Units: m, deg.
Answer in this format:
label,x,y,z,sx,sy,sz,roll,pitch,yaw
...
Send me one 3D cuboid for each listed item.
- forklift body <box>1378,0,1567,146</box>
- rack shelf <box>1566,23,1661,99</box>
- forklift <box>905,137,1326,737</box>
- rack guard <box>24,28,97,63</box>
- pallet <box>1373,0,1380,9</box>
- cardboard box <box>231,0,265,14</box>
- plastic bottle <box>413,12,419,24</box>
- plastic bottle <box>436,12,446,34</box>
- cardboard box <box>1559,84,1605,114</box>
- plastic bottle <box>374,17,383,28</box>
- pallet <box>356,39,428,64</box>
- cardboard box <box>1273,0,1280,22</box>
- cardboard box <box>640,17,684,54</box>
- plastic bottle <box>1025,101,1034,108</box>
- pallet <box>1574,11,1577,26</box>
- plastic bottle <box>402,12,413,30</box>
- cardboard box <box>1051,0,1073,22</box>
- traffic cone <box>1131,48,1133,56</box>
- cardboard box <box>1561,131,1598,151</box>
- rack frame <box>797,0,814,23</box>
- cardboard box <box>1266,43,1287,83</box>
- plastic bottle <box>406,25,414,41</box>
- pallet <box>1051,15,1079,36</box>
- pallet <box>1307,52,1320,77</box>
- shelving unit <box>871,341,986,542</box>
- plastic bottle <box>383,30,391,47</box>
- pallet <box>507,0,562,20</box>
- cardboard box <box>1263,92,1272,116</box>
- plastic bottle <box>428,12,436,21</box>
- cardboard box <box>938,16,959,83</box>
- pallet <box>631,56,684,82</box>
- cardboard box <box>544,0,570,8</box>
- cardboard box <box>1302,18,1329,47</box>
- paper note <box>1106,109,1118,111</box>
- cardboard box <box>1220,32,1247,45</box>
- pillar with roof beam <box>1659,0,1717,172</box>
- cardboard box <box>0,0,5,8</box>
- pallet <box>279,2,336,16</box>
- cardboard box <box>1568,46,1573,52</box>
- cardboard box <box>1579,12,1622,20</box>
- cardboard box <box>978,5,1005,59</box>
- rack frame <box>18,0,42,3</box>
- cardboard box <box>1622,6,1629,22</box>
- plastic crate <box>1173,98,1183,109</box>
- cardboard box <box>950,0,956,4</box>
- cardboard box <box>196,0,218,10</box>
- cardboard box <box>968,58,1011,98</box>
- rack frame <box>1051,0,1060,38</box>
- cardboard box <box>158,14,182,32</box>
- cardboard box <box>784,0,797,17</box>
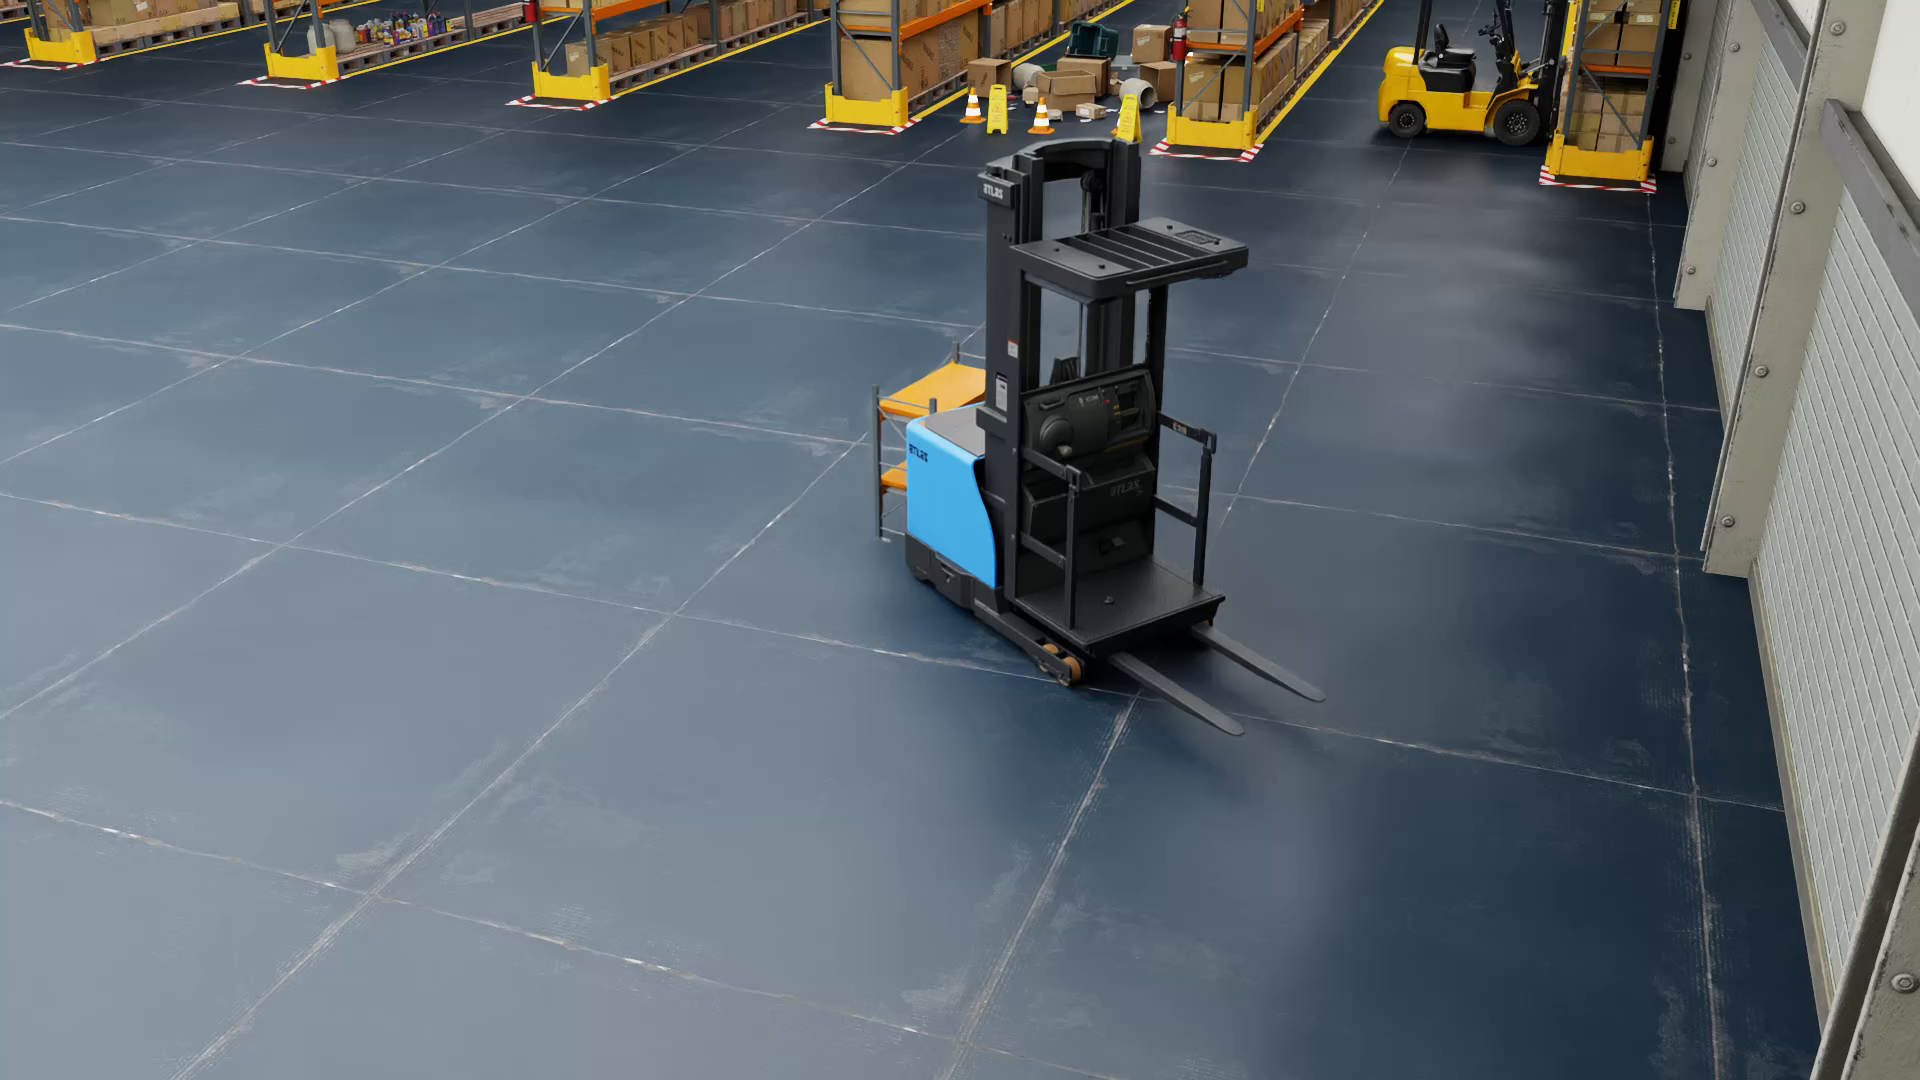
label,x,y,z,sx,sy,sz,roll,pitch,yaw
forklift body,6.967,-6.636,22.711,2.313,2.155,1.214,9,27,17
rack shelf,8.722,-6.472,22.224,1.077,0.370,4.000,9,27,17
forklift,0.887,-0.706,9.567,1.130,2.935,3.031,-17,30,-31
rack guard,-15.319,-8.433,28.316,1.175,0.500,0.348,9,27,17
pallet,8.099,-11.173,34.307,1.003,0.211,1.213,9,27,17
cardboard box,-13.613,-10.293,31.963,0.500,0.250,0.500,8,27,16
plastic bottle,-9.830,-9.394,30.060,0.097,0.271,0.097,0,26,0
plastic bottle,-9.253,-9.191,29.549,0.144,0.351,0.185,8,27,16
cardboard box,7.915,-5.610,21.144,0.500,0.250,0.500,10,27,19
plastic bottle,-10.175,-8.973,29.100,0.144,0.351,0.185,9,27,17
pallet,-9.978,-8.463,28.711,1.003,0.211,1.213,9,27,17
cardboard box,4.131,-7.448,22.959,0.500,0.500,0.500,8,27,16
cardboard box,-4.994,-8.442,27.854,0.500,0.500,0.500,19,32,34
plastic bottle,1.039,-6.530,24.890,0.133,0.061,0.283,0,26,-1
pallet,12.279,-9.932,31.745,1.003,0.211,1.213,9,27,17
plastic bottle,-9.835,-9.205,29.577,0.144,0.351,0.185,9,27,17
cardboard box,1.811,-9.974,31.018,0.500,0.500,0.500,8,27,15
traffic cone,2.951,-8.171,27.819,0.336,0.463,0.334,9,27,17
cardboard box,7.915,-5.164,21.371,0.500,0.250,0.500,9,27,18
rack frame,-3.309,-11.417,31.612,1.000,3.000,0.127,9,27,17
cardboard box,4.425,-6.924,24.145,0.500,0.500,0.500,10,28,20
plastic bottle,-9.530,-8.783,28.797,0.097,0.271,0.097,0,26,0
pallet,1.596,-9.722,31.311,1.003,0.211,1.213,9,27,17
pallet,5.367,-7.904,27.556,1.003,0.211,1.213,9,27,17
shelving unit,-0.100,-0.657,11.539,0.538,1.125,1.048,15,30,28
plastic bottle,-9.744,-8.518,28.249,0.097,0.271,0.097,0,26,0
pallet,-8.274,-10.567,33.057,1.003,0.211,1.213,9,27,17
cardboard box,4.080,-6.144,23.394,0.500,0.250,0.500,10,27,19
plastic bottle,-9.389,-9.212,29.592,0.144,0.351,0.185,9,27,17
cardboard box,-0.568,-7.626,25.738,0.875,0.875,0.875,9,27,18
pallet,-5.234,-7.734,27.205,1.003,0.211,1.213,9,27,17
cardboard box,-6.071,-8.163,25.180,0.380,0.149,0.250,9,27,17
cardboard box,5.839,-8.755,28.648,0.950,0.372,0.625,7,27,14
paper note,2.236,-6.355,24.577,0.148,0.019,0.142,20,32,35
cardboard box,3.682,-6.689,22.134,0.380,0.149,0.250,9,27,18
pillar with roof beam,5.078,-9.454,20.673,9.100,9.000,0.400,9,27,17
cardboard box,-18.961,-10.569,32.223,0.500,0.500,0.500,7,27,14
pallet,-13.368,-10.768,33.470,1.003,0.211,1.213,9,27,17
cardboard box,8.930,-6.866,23.738,0.500,0.250,0.500,8,27,17
cardboard box,8.154,-6.471,21.282,0.500,0.500,0.500,10,27,19
cardboard box,0.125,-8.457,27.598,1.050,0.750,0.750,9,27,17
rack frame,-18.653,-11.928,32.667,1.000,3.000,0.127,9,27,17
cardboard box,8.436,-6.523,20.646,0.380,0.149,0.250,9,27,17
plastic crate,3.410,-6.496,24.798,0.402,0.080,0.583,0,26,-1
cardboard box,-0.560,-8.492,25.399,0.875,0.550,0.550,9,27,17
cardboard box,-14.106,-10.074,30.651,0.500,0.500,0.500,9,27,17
cardboard box,0.455,-7.102,25.565,0.500,0.500,0.500,14,29,26
rack frame,1.335,-10.656,30.040,1.000,3.000,0.127,9,27,17
cardboard box,-14.423,-9.323,29.961,0.500,0.250,0.500,9,27,17
cardboard box,-3.513,-10.212,31.486,0.700,0.500,0.500,7,27,15
